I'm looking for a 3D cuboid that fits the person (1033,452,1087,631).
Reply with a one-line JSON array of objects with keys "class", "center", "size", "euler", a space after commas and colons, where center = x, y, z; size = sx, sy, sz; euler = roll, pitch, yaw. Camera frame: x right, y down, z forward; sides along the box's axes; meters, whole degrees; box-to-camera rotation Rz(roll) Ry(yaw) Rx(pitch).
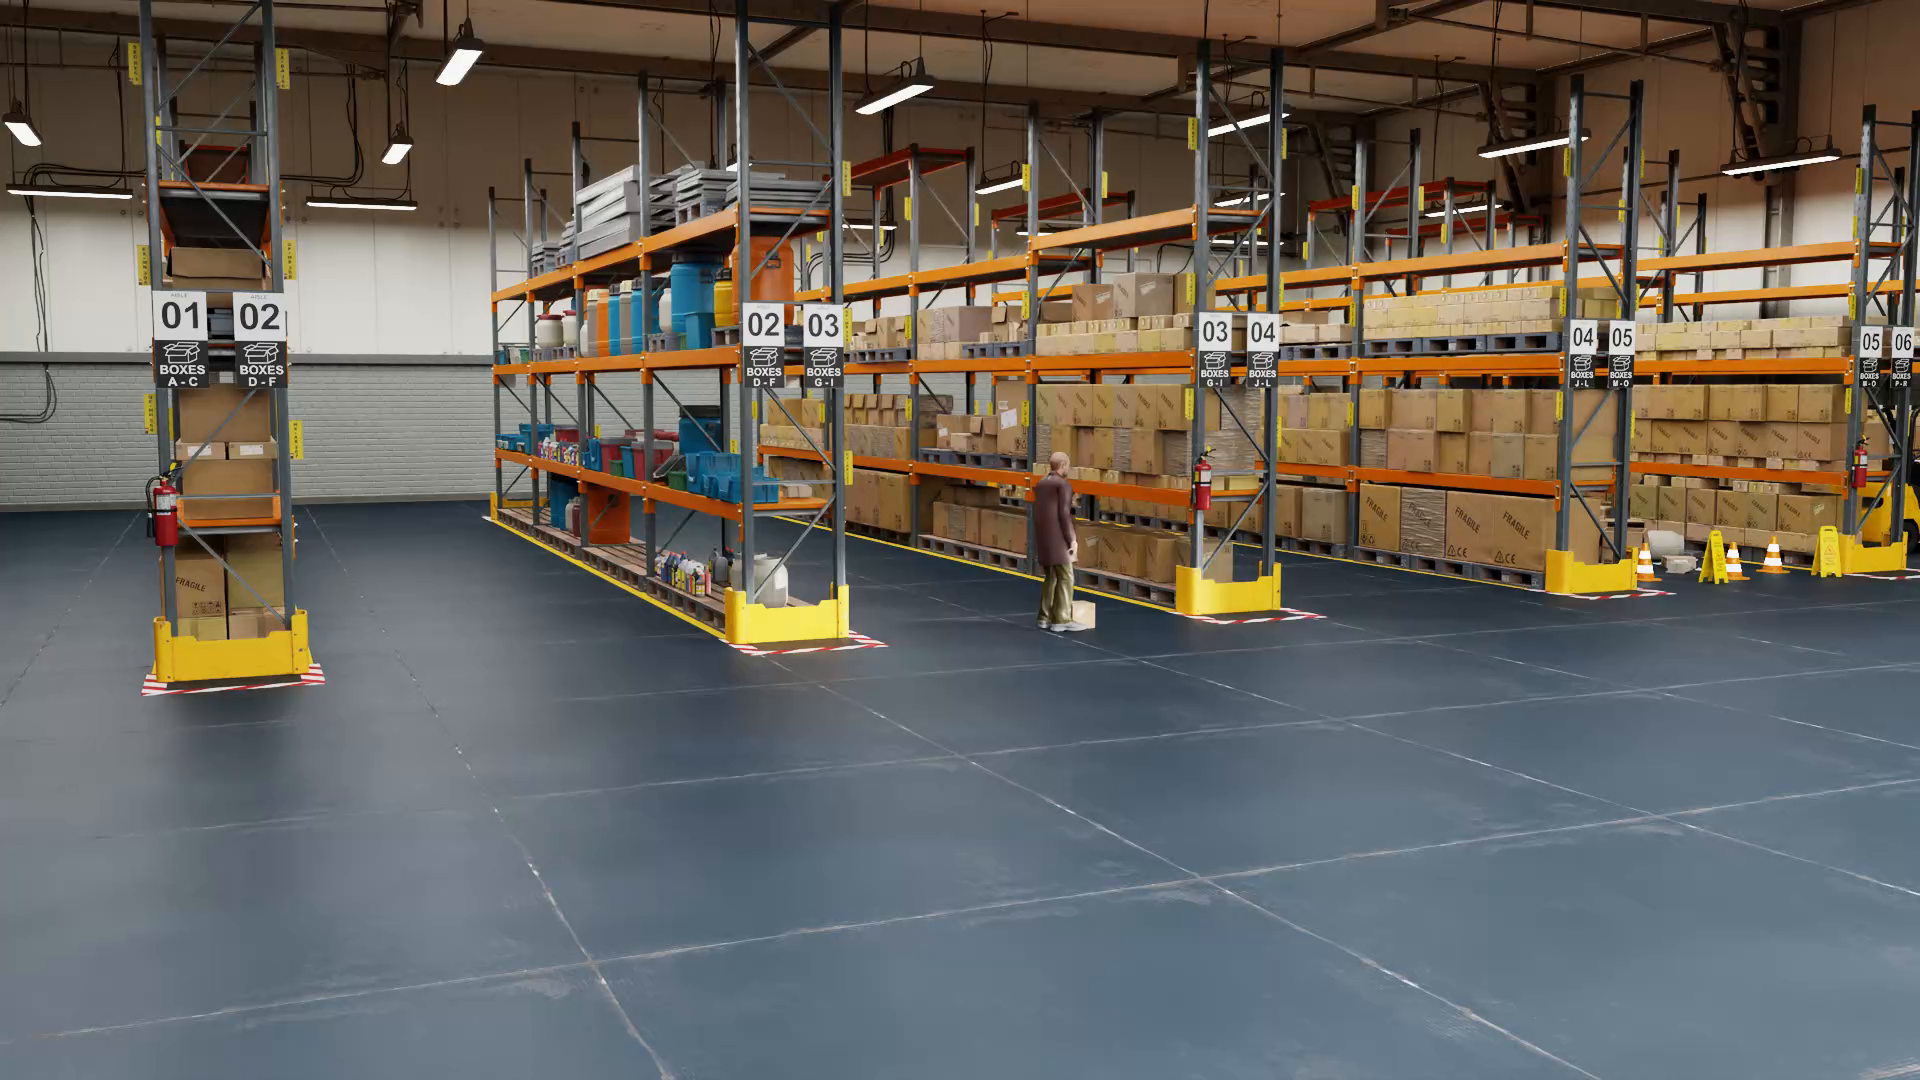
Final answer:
[{"class": "person", "center": [0.965, 0.006, 16.635], "size": [0.429, 1.772, 0.650], "euler": [-3, 6, -27]}]
